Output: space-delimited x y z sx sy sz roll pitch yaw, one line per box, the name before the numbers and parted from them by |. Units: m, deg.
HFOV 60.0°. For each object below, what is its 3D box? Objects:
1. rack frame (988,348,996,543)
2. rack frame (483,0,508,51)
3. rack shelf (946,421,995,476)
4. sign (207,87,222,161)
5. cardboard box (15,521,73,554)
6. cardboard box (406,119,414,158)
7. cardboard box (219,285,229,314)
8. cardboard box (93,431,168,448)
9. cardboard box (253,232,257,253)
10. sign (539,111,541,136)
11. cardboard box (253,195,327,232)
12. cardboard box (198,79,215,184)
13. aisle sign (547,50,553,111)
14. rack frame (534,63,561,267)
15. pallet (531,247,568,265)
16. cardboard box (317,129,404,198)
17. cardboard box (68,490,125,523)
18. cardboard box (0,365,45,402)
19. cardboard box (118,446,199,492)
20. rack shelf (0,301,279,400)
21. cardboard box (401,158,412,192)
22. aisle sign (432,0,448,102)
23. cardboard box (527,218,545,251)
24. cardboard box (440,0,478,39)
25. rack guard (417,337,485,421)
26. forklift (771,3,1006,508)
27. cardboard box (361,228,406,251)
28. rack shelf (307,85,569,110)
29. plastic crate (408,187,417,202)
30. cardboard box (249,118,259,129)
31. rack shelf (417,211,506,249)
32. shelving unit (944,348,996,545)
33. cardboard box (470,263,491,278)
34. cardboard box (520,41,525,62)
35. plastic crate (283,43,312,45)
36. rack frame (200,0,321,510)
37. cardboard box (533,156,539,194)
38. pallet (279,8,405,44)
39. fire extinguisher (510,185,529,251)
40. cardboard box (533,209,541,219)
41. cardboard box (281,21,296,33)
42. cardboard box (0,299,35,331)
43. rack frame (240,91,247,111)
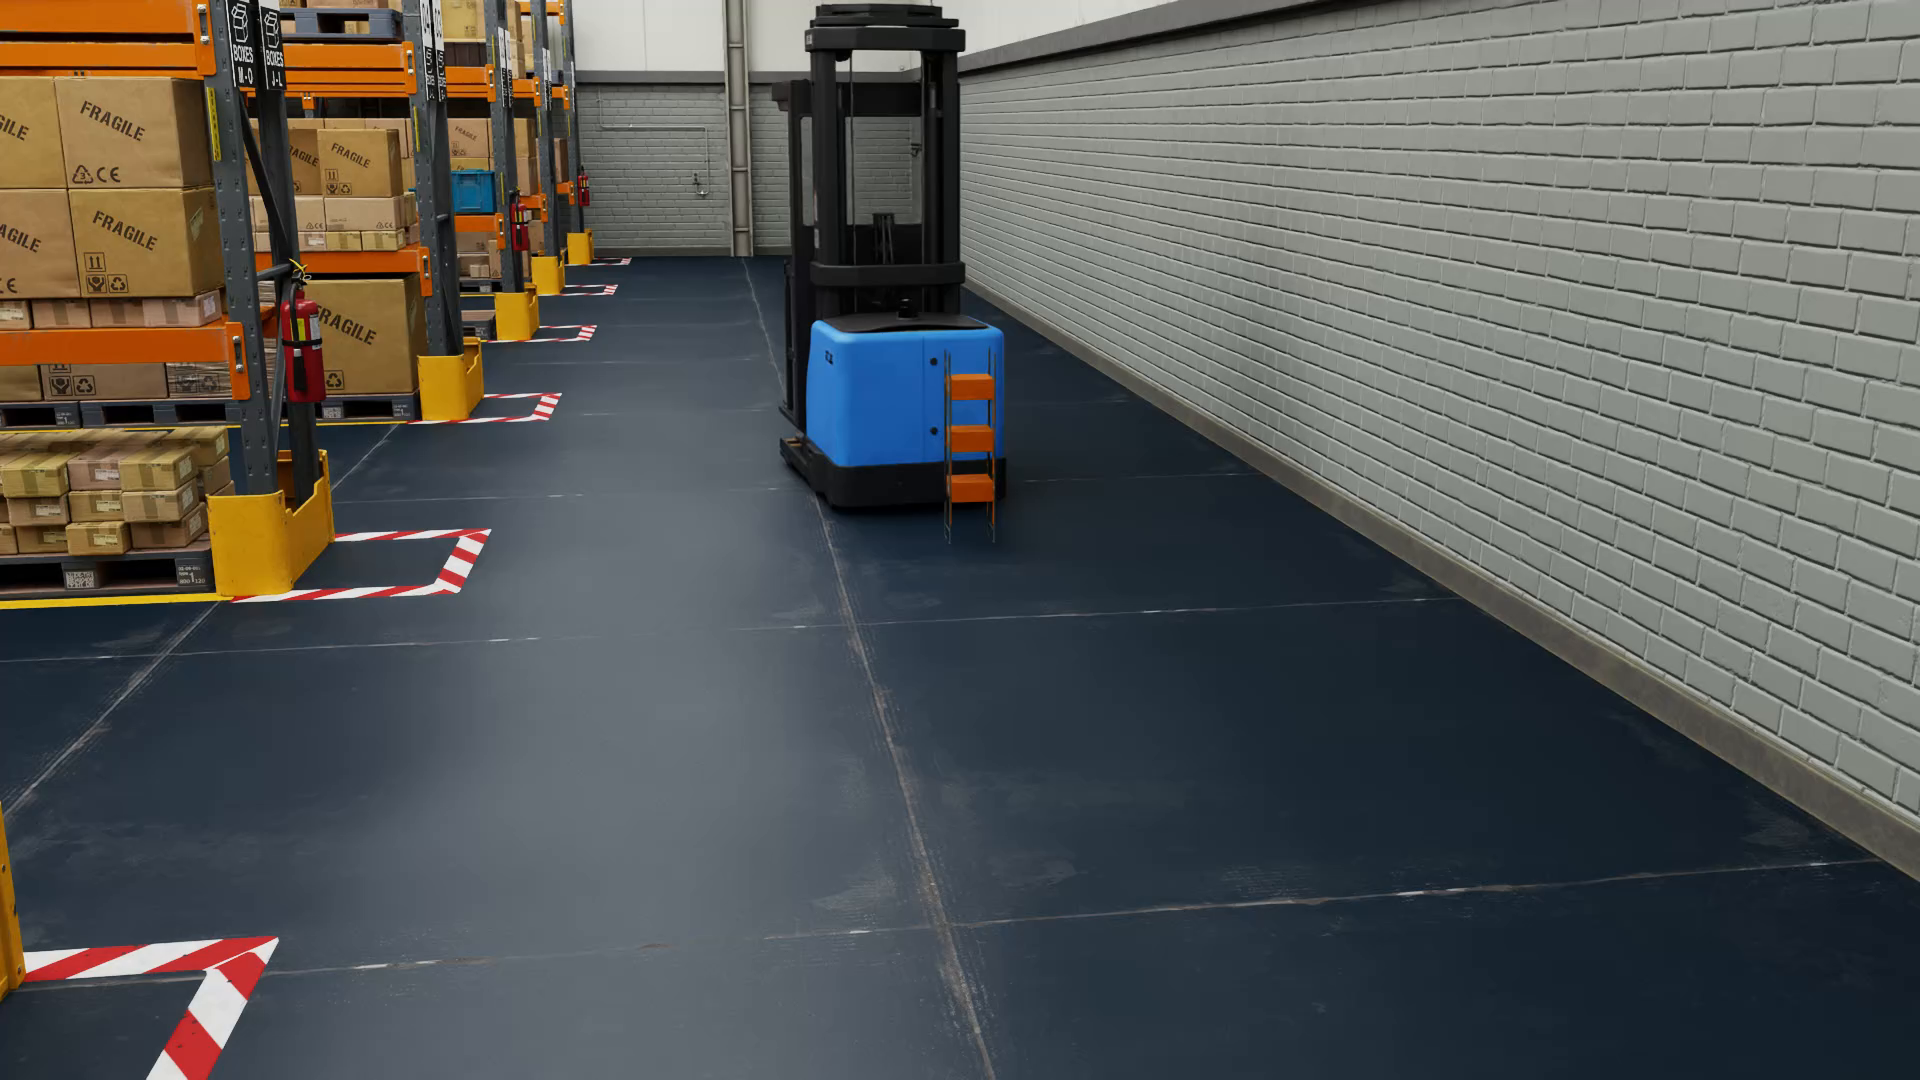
rack frame | 0.174 -0.516 9.119 0.008 1.050 0.200 -2 14 -8
rack frame | -4.859 -6.623 17.130 0.127 3.000 1.000 -2 14 -8
rack shelf | 0.053 -0.501 9.104 0.240 0.259 0.215 -2 14 -8
sign | -3.419 -1.905 7.623 0.005 0.325 0.100 -2 14 -8
cardboard box | -4.485 -0.054 8.267 0.250 0.149 0.380 -2 14 -9
cardboard box | -7.003 -5.317 21.997 0.500 0.500 0.500 -2 14 -7
cardboard box | -3.851 -1.270 8.636 0.250 0.149 0.380 -2 14 -9
cardboard box | -4.305 -0.458 8.656 0.250 0.149 0.380 -2 14 -7
cardboard box | -5.434 -2.270 12.624 0.250 0.149 0.380 -2 14 -10
sign | -5.530 -5.485 21.897 0.005 0.325 0.100 -2 14 -8
cardboard box | -5.062 -2.493 12.694 0.500 0.250 0.500 -2 14 -9
cardboard box | -3.965 -2.050 8.357 0.500 0.500 0.500 -2 14 -9
aisle sign | -5.569 -6.239 22.587 0.004 0.787 0.394 -2 14 -8
rack frame | -5.593 -4.904 22.612 0.127 3.000 1.000 -2 14 -8
pallet | -7.114 -4.695 27.511 1.213 0.211 1.003 -2 14 -8
cardboard box | -4.563 -2.876 12.678 0.500 0.500 0.500 -2 14 -8
cardboard box | -4.228 -0.206 8.261 0.250 0.149 0.380 -2 14 -10
cardboard box | -7.412 -1.554 12.758 0.875 0.875 0.875 -2 14 -8
cardboard box | -3.968 -0.354 8.241 0.250 0.149 0.380 -2 14 -8
rack shelf | -5.459 -0.903 8.136 4.000 0.370 1.077 -2 14 -8
cardboard box | -7.500 -4.817 22.056 0.500 0.500 0.500 -2 14 -9
aisle sign | -4.094 -3.857 13.091 0.004 0.787 0.394 -2 14 -8
cardboard box | -7.012 -5.038 27.418 0.500 0.500 0.700 -2 14 -8
cardboard box | -6.605 -6.873 22.032 0.500 0.500 0.700 -2 14 -8
rack guard | -4.097 -1.310 13.417 0.348 0.500 1.175 -2 14 -8
forklift | -0.601 -1.925 10.873 1.130 2.935 3.031 -4 15 -15
cardboard box | -4.424 -2.307 12.773 0.250 0.149 0.380 -2 14 -7
rack shelf | -8.312 -7.129 26.796 4.000 0.370 1.077 -2 14 -8
plastic crate | -5.803 -3.707 18.058 0.300 0.233 0.416 -2 14 -8
cardboard box | -9.040 -5.242 21.698 0.500 0.500 0.500 -2 14 -7
rack shelf | -6.836 -3.291 17.659 4.000 0.370 1.077 -2 14 -8
shelving unit | 0.053 -0.511 9.102 0.252 1.050 0.215 -2 14 -8
cardboard box | -6.508 -3.672 22.616 0.250 0.166 0.380 -2 14 -8
cardboard box | -6.140 -6.573 22.380 0.500 0.250 0.500 -2 14 -8
plastic crate | -7.096 -5.104 17.485 0.530 0.282 0.437 -2 14 -8
rack frame | -3.482 -1.325 8.338 0.127 3.000 1.000 -2 14 -8
cardboard box | -6.071 -5.000 22.788 0.500 0.500 0.500 -2 14 -7
pallet | -4.853 -3.904 12.638 1.213 0.211 1.003 -2 14 -8
fire extinguisher | -4.642 -3.391 17.501 0.183 0.674 0.296 -2 14 -8
cardboard box | -6.918 -5.405 27.549 0.250 0.149 0.380 -2 14 -8
cardboard box | -8.558 -6.759 21.578 0.500 0.500 0.700 -2 14 -8
cardboard box | -4.508 -1.096 7.940 0.250 0.149 0.380 -2 14 -7
rack frame | -9.548 -4.759 22.034 0.127 3.000 1.000 -2 14 -8
